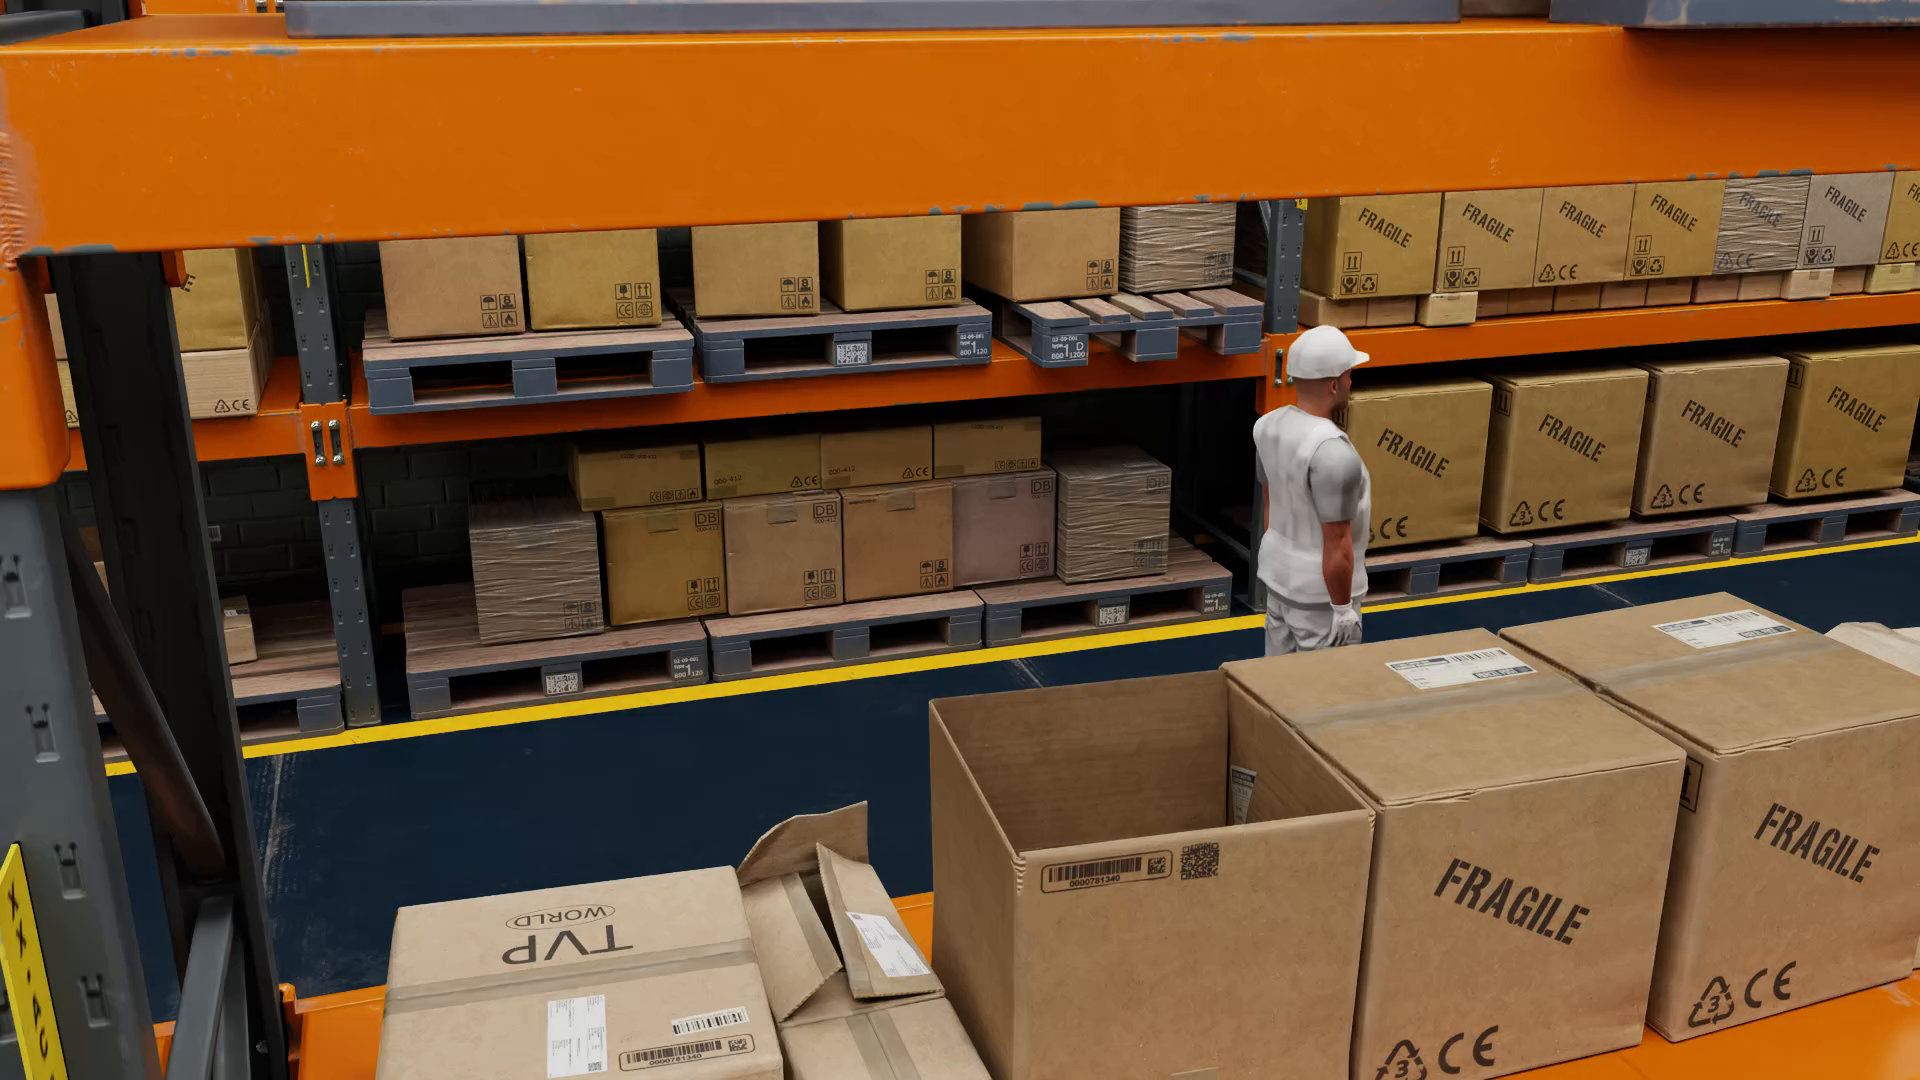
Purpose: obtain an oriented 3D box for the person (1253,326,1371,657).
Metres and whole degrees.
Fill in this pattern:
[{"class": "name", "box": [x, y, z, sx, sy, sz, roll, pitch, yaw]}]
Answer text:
[{"class": "person", "box": [1.163, 0.171, 5.536, 0.335, 1.785, 0.524, -6, 20, -16]}]
